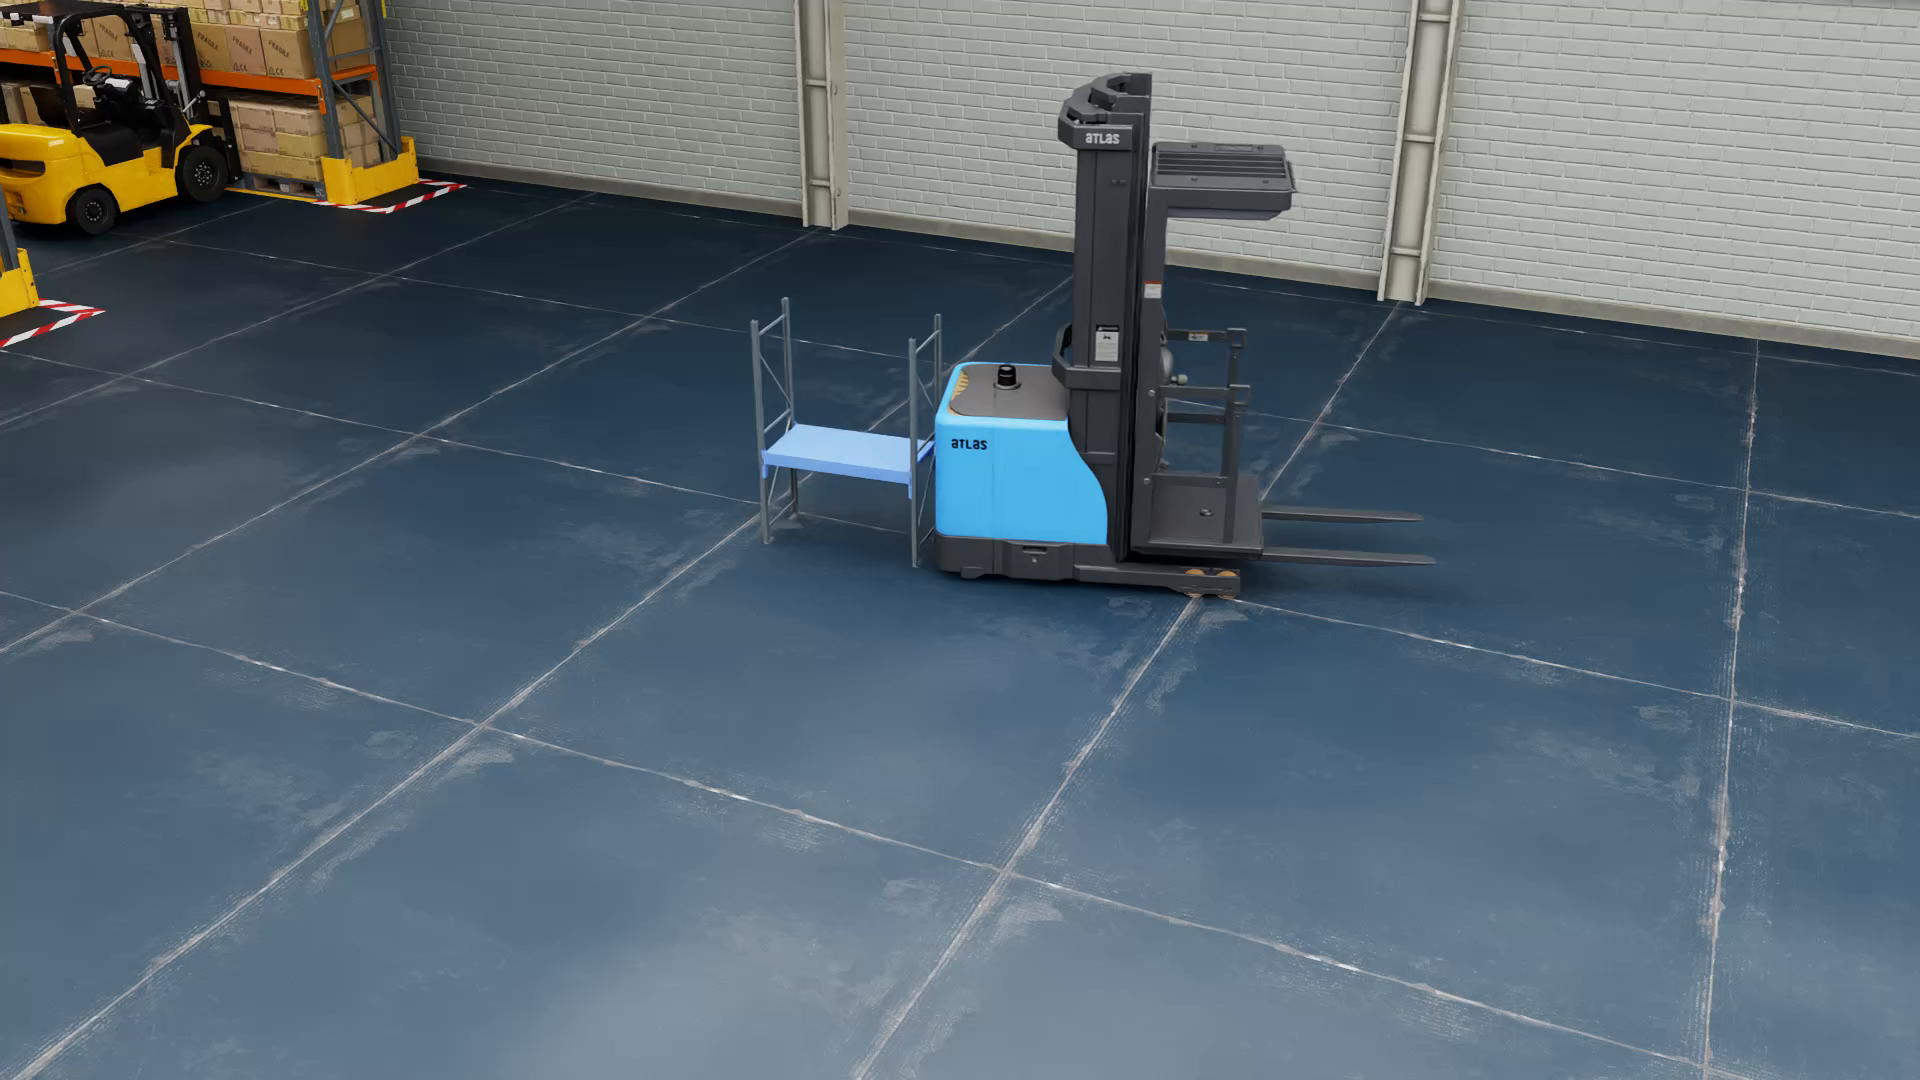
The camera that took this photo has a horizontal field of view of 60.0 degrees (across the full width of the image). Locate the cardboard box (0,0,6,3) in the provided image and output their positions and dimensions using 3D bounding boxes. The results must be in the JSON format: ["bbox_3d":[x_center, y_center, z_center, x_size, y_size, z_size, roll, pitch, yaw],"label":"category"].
[{"bbox_3d":[-11.094,-6.417,19.539,0.250,0.149,0.380,11,28,22],"label":"cardboard box"}]

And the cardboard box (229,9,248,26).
[{"bbox_3d":[-7.715,-5.714,18.112,0.250,0.149,0.380,11,28,21],"label":"cardboard box"}]

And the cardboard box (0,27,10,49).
[{"bbox_3d":[-11.275,-6.011,19.733,0.500,0.250,0.500,11,28,22],"label":"cardboard box"}]

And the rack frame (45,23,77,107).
[{"bbox_3d":[-10.248,-6.002,19.544,0.127,3.000,1.000,11,28,22],"label":"rack frame"}]

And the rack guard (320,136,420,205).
[{"bbox_3d":[-6.585,-4.144,18.602,0.348,0.500,1.175,11,28,22],"label":"rack guard"}]

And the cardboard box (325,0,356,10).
[{"bbox_3d":[-6.824,-5.887,18.127,0.250,0.149,0.380,11,28,21],"label":"cardboard box"}]

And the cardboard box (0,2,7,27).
[{"bbox_3d":[-11.272,-6.237,19.626,0.500,0.250,0.500,11,28,20],"label":"cardboard box"}]

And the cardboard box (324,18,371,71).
[{"bbox_3d":[-6.943,-5.517,18.447,0.500,0.500,0.500,12,29,23],"label":"cardboard box"}]

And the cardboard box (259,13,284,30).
[{"bbox_3d":[-7.283,-5.592,17.864,0.250,0.149,0.380,12,29,23],"label":"cardboard box"}]

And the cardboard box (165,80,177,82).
[{"bbox_3d":[-9.253,-5.306,19.637,0.500,0.250,0.500,11,28,21],"label":"cardboard box"}]

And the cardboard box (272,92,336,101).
[{"bbox_3d":[-7.422,-4.928,18.868,0.500,0.250,0.500,11,28,22],"label":"cardboard box"}]

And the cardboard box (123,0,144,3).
[{"bbox_3d":[-9.130,-6.114,18.588,0.250,0.149,0.380,11,28,21],"label":"cardboard box"}]

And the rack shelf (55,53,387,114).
[{"bbox_3d":[-8.427,-5.313,18.960,4.000,0.370,1.077,11,28,22],"label":"rack shelf"}]

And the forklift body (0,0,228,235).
[{"bbox_3d":[-9.088,-4.503,17.460,1.214,2.155,2.313,11,28,22],"label":"forklift body"}]

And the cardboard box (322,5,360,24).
[{"bbox_3d":[-6.808,-5.772,18.231,0.250,0.149,0.380,11,28,21],"label":"cardboard box"}]

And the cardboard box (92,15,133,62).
[{"bbox_3d":[-9.471,-5.772,18.964,0.500,0.500,0.500,12,29,23],"label":"cardboard box"}]

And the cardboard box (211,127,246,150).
[{"bbox_3d":[-8.110,-4.595,18.758,0.500,0.250,0.500,11,28,21],"label":"cardboard box"}]

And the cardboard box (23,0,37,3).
[{"bbox_3d":[-10.651,-6.311,19.324,0.250,0.149,0.380,12,29,24],"label":"cardboard box"}]

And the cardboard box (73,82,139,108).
[{"bbox_3d":[-9.938,-5.190,19.402,0.500,0.250,0.500,11,28,21],"label":"cardboard box"}]

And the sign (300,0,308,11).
[{"bbox_3d":[-6.844,-5.680,17.313,0.005,0.325,0.100,11,28,22],"label":"sign"}]

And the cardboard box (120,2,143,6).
[{"bbox_3d":[-9.150,-5.967,18.626,0.250,0.149,0.380,11,28,21],"label":"cardboard box"}]

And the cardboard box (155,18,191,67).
[{"bbox_3d":[-8.561,-5.579,18.573,0.500,0.500,0.500,12,28,22],"label":"cardboard box"}]

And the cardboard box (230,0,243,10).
[{"bbox_3d":[-7.703,-5.865,18.083,0.250,0.149,0.380,12,28,22],"label":"cardboard box"}]

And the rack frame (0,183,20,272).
[{"bbox_3d":[-8.658,-3.274,14.003,0.127,3.000,1.000,11,28,22],"label":"rack frame"}]

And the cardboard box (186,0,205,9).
[{"bbox_3d":[-8.223,-5.913,18.181,0.250,0.149,0.380,12,29,23],"label":"cardboard box"}]

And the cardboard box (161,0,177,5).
[{"bbox_3d":[-8.641,-6.051,18.461,0.250,0.149,0.380,11,28,22],"label":"cardboard box"}]

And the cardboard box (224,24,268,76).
[{"bbox_3d":[-7.632,-5.398,18.205,0.500,0.500,0.500,12,29,23],"label":"cardboard box"}]

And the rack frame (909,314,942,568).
[{"bbox_3d":[-0.207,-0.603,10.276,0.032,1.500,0.500,8,27,17],"label":"rack frame"}]

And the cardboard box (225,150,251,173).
[{"bbox_3d":[-8.066,-4.374,18.875,0.500,0.250,0.500,12,29,22],"label":"cardboard box"}]

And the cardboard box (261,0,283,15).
[{"bbox_3d":[-7.258,-5.753,17.855,0.250,0.149,0.380,11,28,22],"label":"cardboard box"}]

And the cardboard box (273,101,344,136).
[{"bbox_3d":[-7.155,-4.632,18.269,0.500,0.250,0.500,12,29,24],"label":"cardboard box"}]

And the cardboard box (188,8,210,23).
[{"bbox_3d":[-8.216,-5.782,18.250,0.250,0.149,0.380,12,28,22],"label":"cardboard box"}]

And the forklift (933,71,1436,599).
[{"bbox_3d":[1.394,-1.208,9.885,3.031,2.935,1.130,3,26,7],"label":"forklift"}]

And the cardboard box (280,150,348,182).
[{"bbox_3d":[-7.165,-4.184,18.490,0.500,0.250,0.500,12,28,22],"label":"cardboard box"}]

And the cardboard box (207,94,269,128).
[{"bbox_3d":[-8.086,-4.812,18.633,0.500,0.250,0.500,12,29,22],"label":"cardboard box"}]

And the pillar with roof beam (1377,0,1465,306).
[{"bbox_3d":[2.274,-4.526,9.756,0.400,9.000,9.100,11,28,22],"label":"pillar with roof beam"}]

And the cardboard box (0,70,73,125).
[{"bbox_3d":[-11.431,-5.361,20.455,0.625,0.625,0.875,11,28,21],"label":"cardboard box"}]

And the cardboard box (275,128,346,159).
[{"bbox_3d":[-7.179,-4.413,18.388,0.500,0.250,0.500,11,28,21],"label":"cardboard box"}]

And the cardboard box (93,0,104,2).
[{"bbox_3d":[-9.582,-6.090,18.877,0.250,0.149,0.380,11,28,22],"label":"cardboard box"}]

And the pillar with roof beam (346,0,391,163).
[{"bbox_3d":[-8.650,-6.720,14.212,0.400,9.000,9.100,11,28,22],"label":"pillar with roof beam"}]

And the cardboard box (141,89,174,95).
[{"bbox_3d":[-9.019,-5.007,19.028,0.500,0.250,0.500,12,29,24],"label":"cardboard box"}]

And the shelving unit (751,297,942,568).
[{"bbox_3d":[-0.689,-0.674,10.421,1.048,1.500,0.538,8,27,17],"label":"shelving unit"}]

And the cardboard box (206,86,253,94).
[{"bbox_3d":[-8.337,-5.120,19.258,0.500,0.250,0.500,11,28,21],"label":"cardboard box"}]

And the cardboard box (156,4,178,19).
[{"bbox_3d":[-8.667,-5.883,18.455,0.250,0.149,0.380,11,28,21],"label":"cardboard box"}]

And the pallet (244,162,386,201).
[{"bbox_3d":[-7.320,-4.142,18.924,1.213,0.211,1.003,11,28,22],"label":"pallet"}]
